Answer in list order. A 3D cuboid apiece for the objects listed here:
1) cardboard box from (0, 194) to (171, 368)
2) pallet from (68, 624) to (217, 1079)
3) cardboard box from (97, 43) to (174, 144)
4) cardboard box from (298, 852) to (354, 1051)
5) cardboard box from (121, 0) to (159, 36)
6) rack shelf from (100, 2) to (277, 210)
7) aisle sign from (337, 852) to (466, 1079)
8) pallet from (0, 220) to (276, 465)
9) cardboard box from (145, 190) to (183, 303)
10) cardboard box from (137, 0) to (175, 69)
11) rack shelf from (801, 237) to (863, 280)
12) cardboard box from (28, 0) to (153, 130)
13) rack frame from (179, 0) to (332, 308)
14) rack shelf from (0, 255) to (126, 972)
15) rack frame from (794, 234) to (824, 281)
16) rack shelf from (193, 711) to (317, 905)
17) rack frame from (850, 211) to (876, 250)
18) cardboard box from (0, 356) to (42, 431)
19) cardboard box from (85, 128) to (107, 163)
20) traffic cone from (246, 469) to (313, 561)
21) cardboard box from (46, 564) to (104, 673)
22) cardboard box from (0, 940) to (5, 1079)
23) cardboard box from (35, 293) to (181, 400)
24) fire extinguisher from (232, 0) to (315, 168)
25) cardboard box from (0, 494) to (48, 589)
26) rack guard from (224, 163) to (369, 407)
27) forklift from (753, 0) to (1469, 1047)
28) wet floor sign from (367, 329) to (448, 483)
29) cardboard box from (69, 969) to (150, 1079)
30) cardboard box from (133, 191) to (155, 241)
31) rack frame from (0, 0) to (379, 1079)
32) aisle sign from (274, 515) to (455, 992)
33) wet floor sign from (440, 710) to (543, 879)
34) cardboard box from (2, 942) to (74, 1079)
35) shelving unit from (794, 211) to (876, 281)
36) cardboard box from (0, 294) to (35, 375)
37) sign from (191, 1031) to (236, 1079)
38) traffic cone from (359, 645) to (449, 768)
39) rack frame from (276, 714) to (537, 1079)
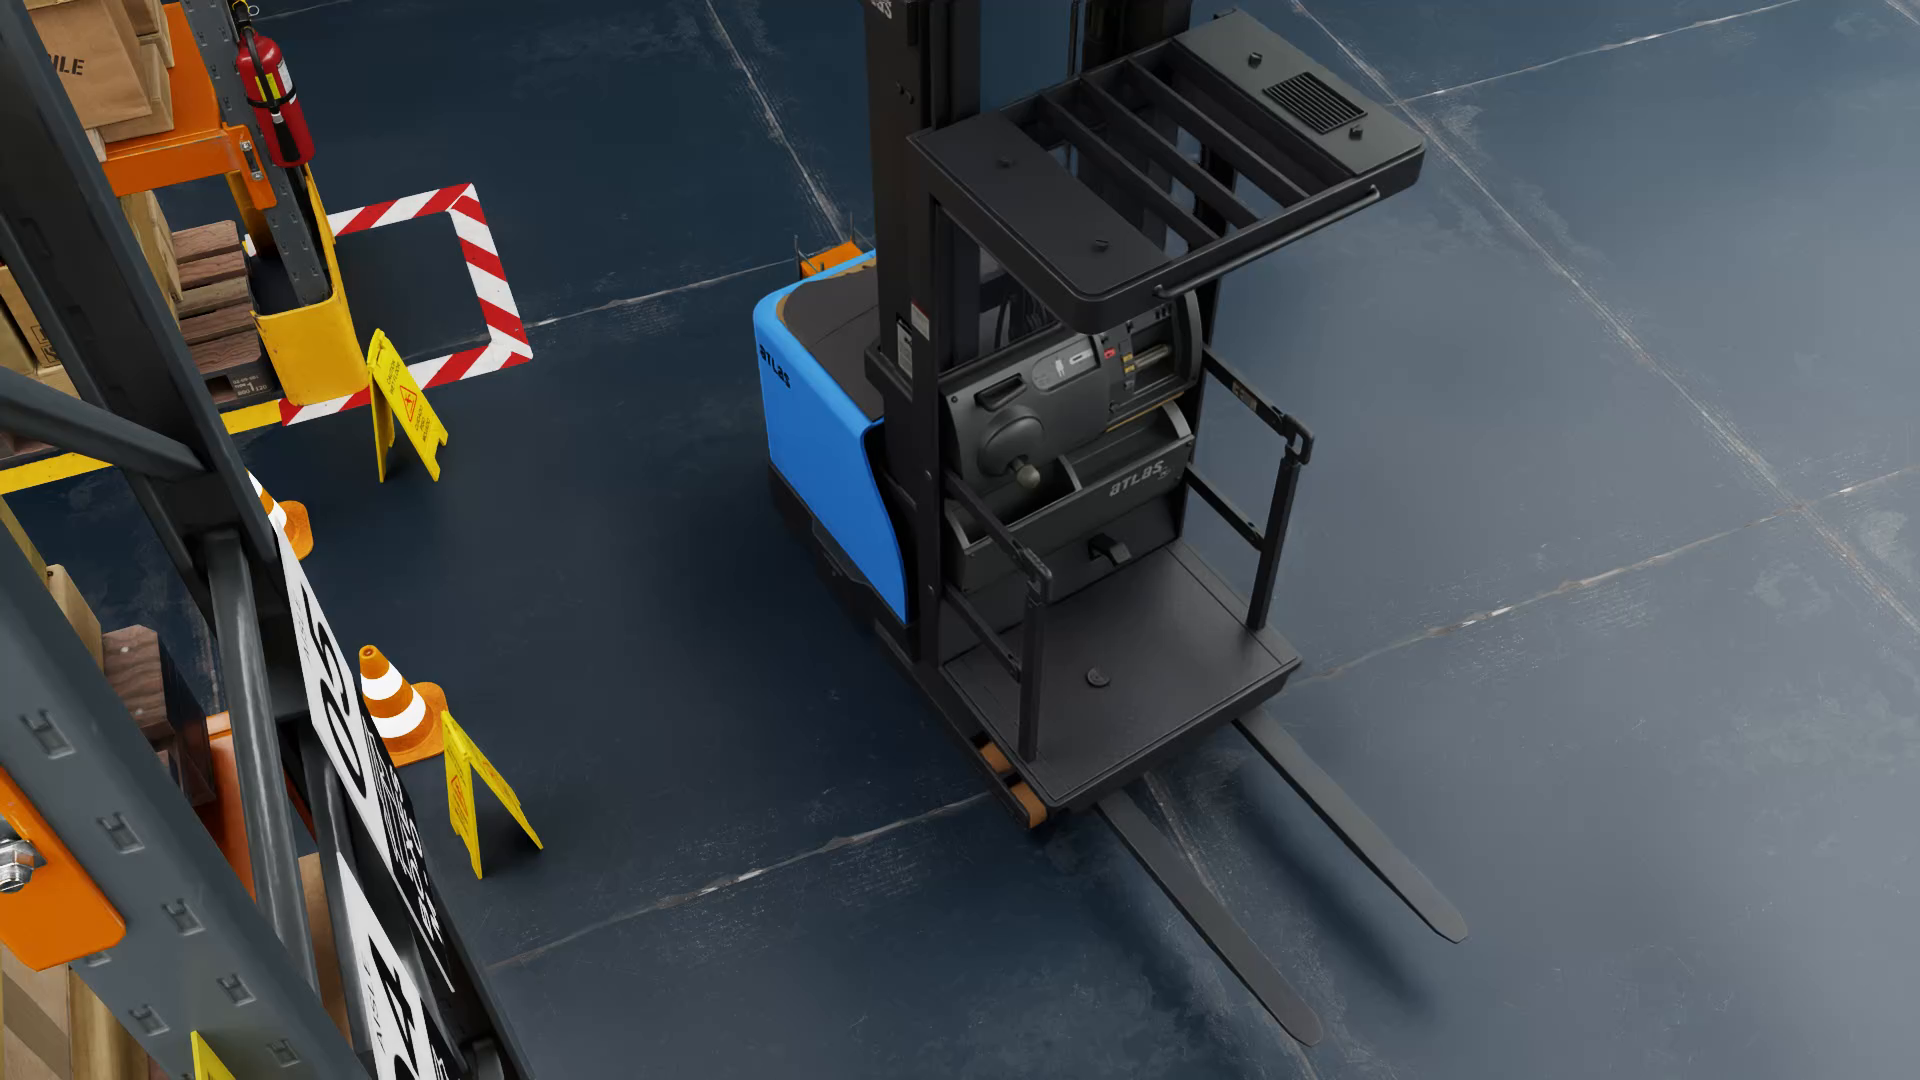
[{"bbox_3d":[-3.480,-1.083,6.585,0.500,0.500,0.500,-17,51,-14],"label":"cardboard box"},{"bbox_3d":[-1.554,0.708,2.086,1.213,0.211,1.003,-17,52,-14],"label":"pallet"},{"bbox_3d":[-3.102,-1.672,6.215,0.250,0.149,0.380,-16,51,-13],"label":"cardboard box"},{"bbox_3d":[-1.229,1.115,2.845,0.550,0.550,0.875,-17,52,-14],"label":"cardboard box"},{"bbox_3d":[-3.380,-2.199,6.240,0.500,0.500,0.500,-18,52,-15],"label":"cardboard box"},{"bbox_3d":[-4.688,-1.203,6.121,4.000,0.370,1.077,-17,52,-14],"label":"rack shelf"},{"bbox_3d":[-0.692,0.780,2.230,0.004,0.787,0.394,-17,52,-14],"label":"aisle sign"},{"bbox_3d":[-3.672,-0.872,7.201,1.213,0.211,1.003,-17,52,-14],"label":"pallet"},{"bbox_3d":[-3.688,-1.215,7.192,0.500,0.250,0.500,-18,52,-15],"label":"cardboard box"},{"bbox_3d":[-3.229,-1.977,6.477,0.250,0.149,0.380,-17,51,-14],"label":"cardboard box"},{"bbox_3d":[-0.457,-0.962,6.364,0.240,0.259,0.215,-28,55,-22],"label":"rack shelf"},{"bbox_3d":[-3.235,-1.791,5.890,0.500,0.500,0.500,-18,52,-15],"label":"cardboard box"},{"bbox_3d":[-2.836,-2.011,6.340,0.127,3.000,1.000,-17,52,-14],"label":"rack frame"},{"bbox_3d":[-2.723,0.420,1.036,4.000,0.370,1.077,-17,52,-14],"label":"rack shelf"},{"bbox_3d":[-0.557,-0.731,6.526,0.008,1.050,0.200,-28,55,-22],"label":"rack frame"},{"bbox_3d":[-2.723,1.267,2.022,4.000,0.370,1.077,-17,52,-14],"label":"rack shelf"},{"bbox_3d":[-0.356,-0.836,6.617,0.008,1.050,0.200,-28,55,-22],"label":"rack frame"},{"bbox_3d":[-3.966,-0.688,6.740,0.500,0.250,0.500,-17,51,-14],"label":"cardboard box"},{"bbox_3d":[-3.294,-1.521,6.085,0.250,0.149,0.380,-18,52,-15],"label":"cardboard box"},{"bbox_3d":[-2.747,-0.155,6.419,0.334,0.463,0.336,-17,52,-14],"label":"traffic cone"},{"bbox_3d":[-1.310,0.245,2.249,0.250,0.149,0.380,-17,51,-14],"label":"cardboard box"},{"bbox_3d":[-1.055,0.447,1.550,0.250,0.149,0.380,-17,51,-14],"label":"cardboard box"},{"bbox_3d":[-3.505,-0.824,6.857,0.500,0.250,0.500,-17,52,-14],"label":"cardboard box"},{"bbox_3d":[-2.556,-1.695,6.120,0.183,0.674,0.296,-17,52,-14],"label":"fire extinguisher"},{"bbox_3d":[-1.415,0.200,2.025,0.500,0.250,0.500,-17,52,-14],"label":"cardboard box"},{"bbox_3d":[-2.907,-1.175,7.270,0.348,0.500,1.175,-17,52,-14],"label":"rack guard"},{"bbox_3d":[0.483,-0.381,4.986,1.130,2.935,3.031,-27,55,-21],"label":"forklift"},{"bbox_3d":[-2.256,-0.547,6.635,0.232,0.644,0.267,-2,49,-1],"label":"wet floor sign"},{"bbox_3d":[-1.051,0.705,1.854,0.250,0.149,0.380,-17,52,-14],"label":"cardboard box"},{"bbox_3d":[-3.710,-1.452,6.902,0.500,0.500,0.500,-19,52,-15],"label":"cardboard box"},{"bbox_3d":[-0.871,-0.518,1.104,0.127,3.000,1.000,-17,52,-14],"label":"rack frame"},{"bbox_3d":[-0.919,0.359,2.592,0.004,0.787,0.394,-17,52,-14],"label":"aisle sign"},{"bbox_3d":[-1.593,0.805,5.474,0.232,0.644,0.267,-26,54,-20],"label":"wet floor sign"},{"bbox_3d":[-1.219,0.579,1.700,0.500,0.250,0.500,-17,51,-14],"label":"cardboard box"},{"bbox_3d":[-0.457,-0.784,6.572,0.252,1.050,0.215,-28,55,-22],"label":"shelving unit"},{"bbox_3d":[-3.961,-0.931,6.455,0.500,0.500,0.500,-15,51,-13],"label":"cardboard box"},{"bbox_3d":[-0.679,0.582,1.605,0.005,0.325,0.100,-17,52,-14],"label":"sign"},{"bbox_3d":[-2.012,0.527,5.833,0.334,0.463,0.336,-17,52,-14],"label":"traffic cone"},{"bbox_3d":[-0.871,1.437,3.380,0.127,3.000,1.000,-17,52,-14],"label":"rack frame"}]
